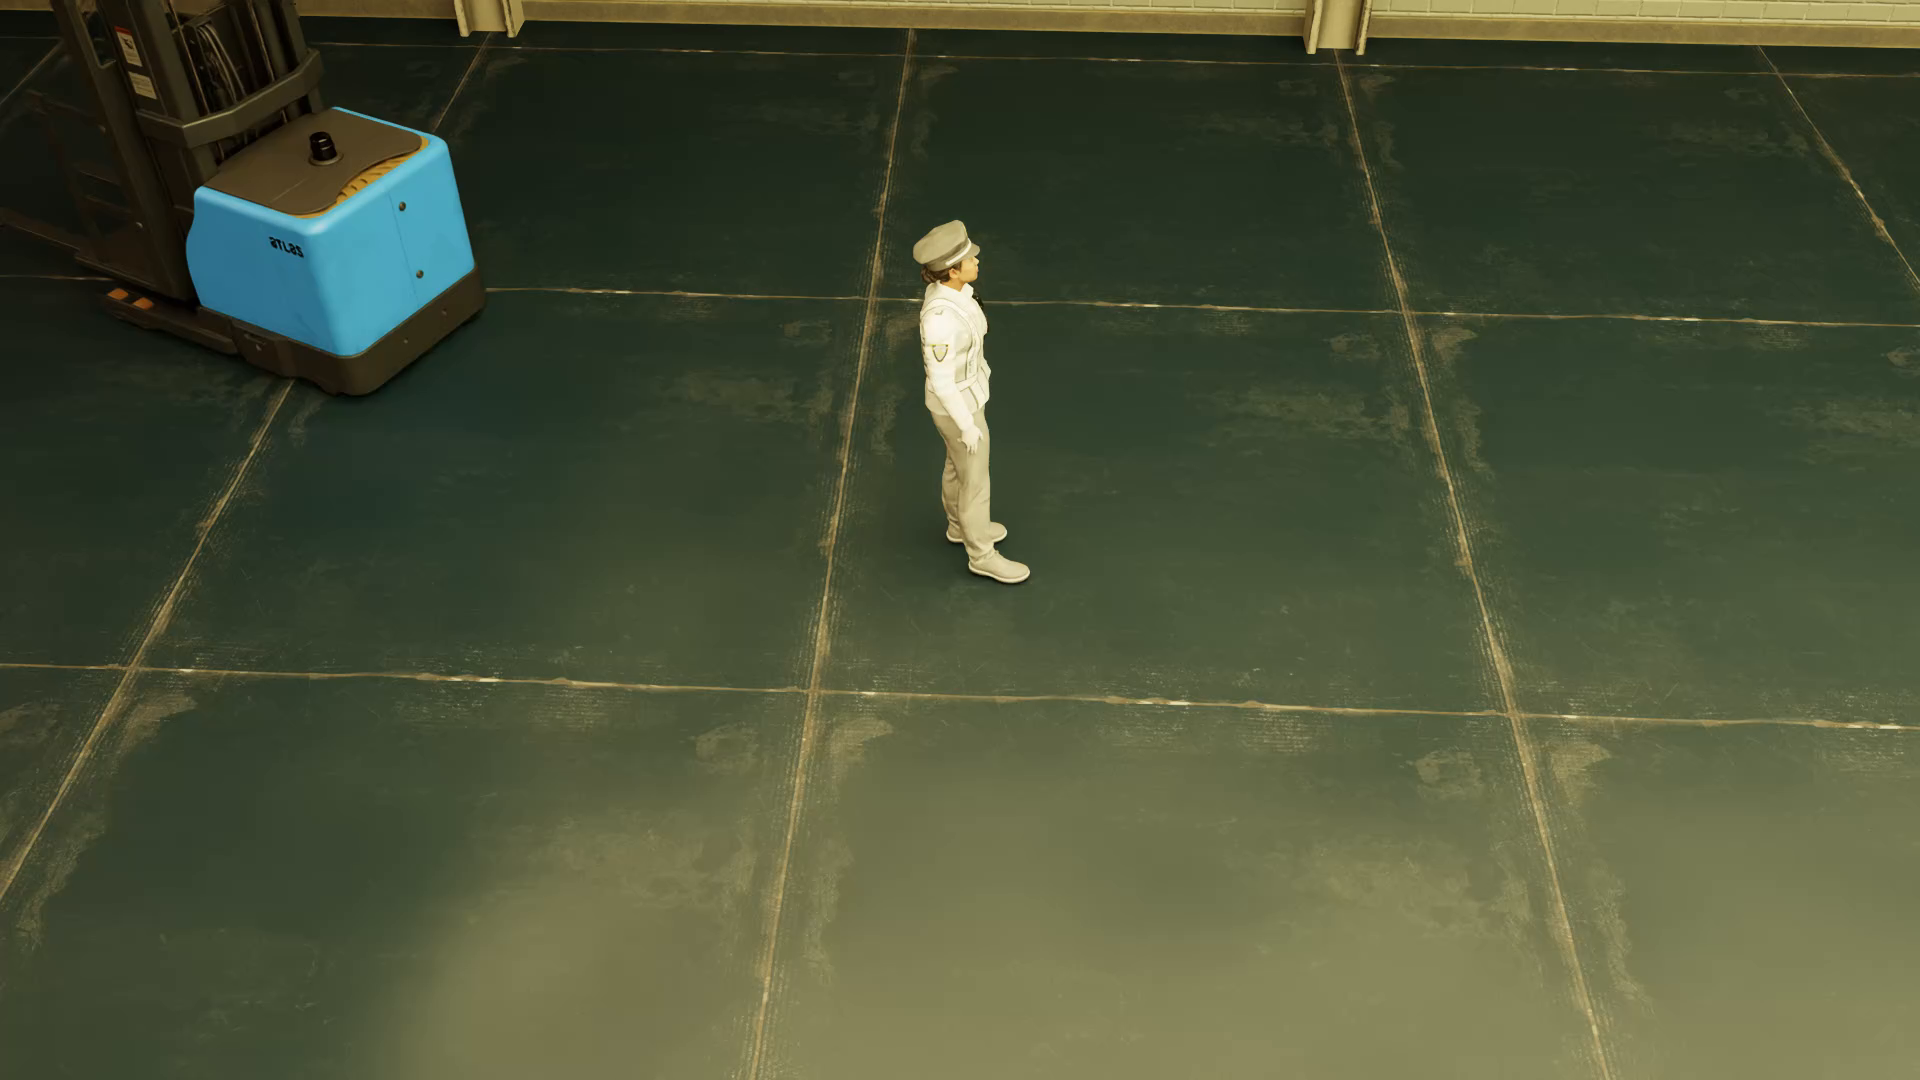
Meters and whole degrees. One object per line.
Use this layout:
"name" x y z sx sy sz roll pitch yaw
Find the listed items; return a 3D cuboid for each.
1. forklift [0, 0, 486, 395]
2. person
"forklift" -4.185 -2.543 8.528 3.031 2.935 1.130 20 46 20
"person" 0.068 -0.624 7.332 0.530 1.694 0.586 2 42 2
